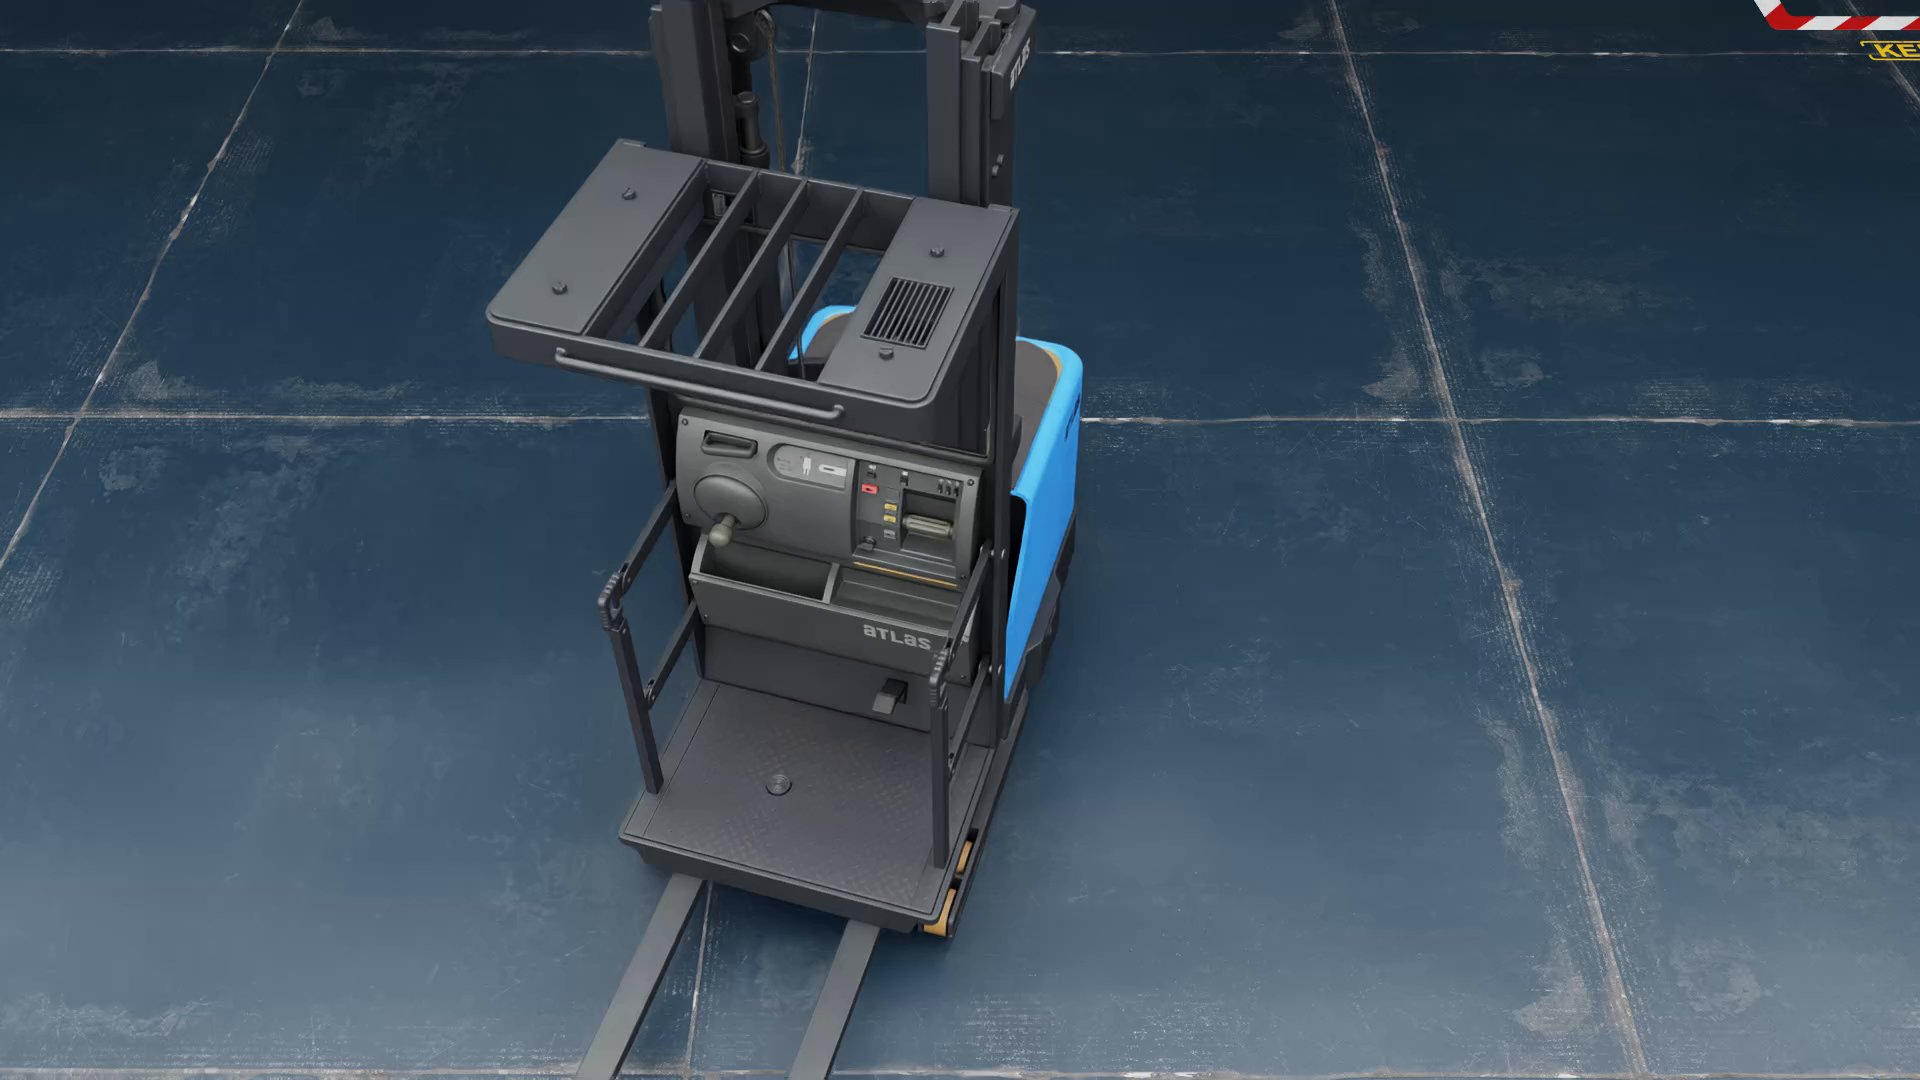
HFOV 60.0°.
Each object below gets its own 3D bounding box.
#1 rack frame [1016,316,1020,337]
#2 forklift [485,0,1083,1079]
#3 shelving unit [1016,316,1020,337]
[{"bbox_3d":[0.191,-0.457,6.559,0.006,0.900,0.240,12,48,11],"label":"rack frame"},{"bbox_3d":[-0.458,-0.019,4.765,1.130,2.935,3.031,12,48,11],"label":"forklift"},{"bbox_3d":[0.093,-0.478,6.579,0.210,0.900,0.258,12,48,11],"label":"shelving unit"}]
